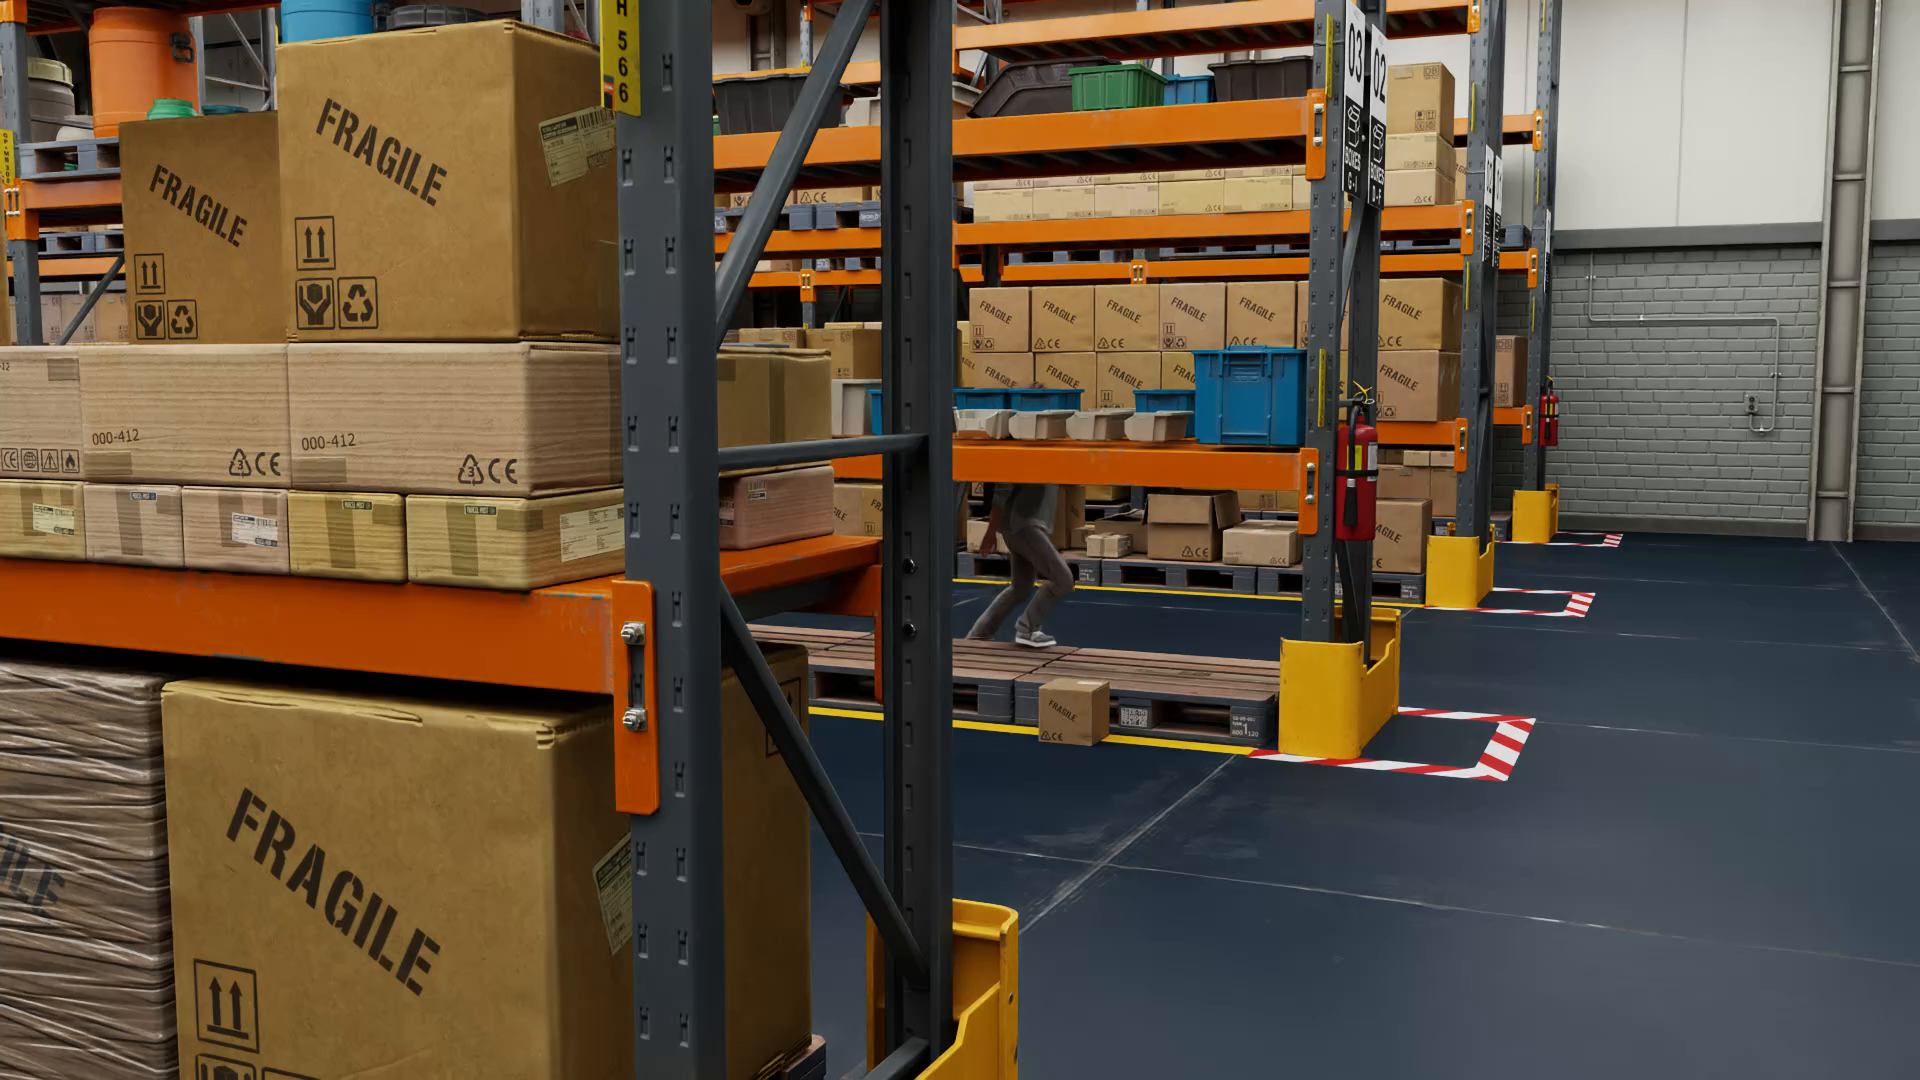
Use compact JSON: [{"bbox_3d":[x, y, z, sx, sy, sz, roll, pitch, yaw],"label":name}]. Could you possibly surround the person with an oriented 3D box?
[{"bbox_3d":[0.327,-0.063,8.833,0.704,1.531,0.540,2,6,21],"label":"person"}]
